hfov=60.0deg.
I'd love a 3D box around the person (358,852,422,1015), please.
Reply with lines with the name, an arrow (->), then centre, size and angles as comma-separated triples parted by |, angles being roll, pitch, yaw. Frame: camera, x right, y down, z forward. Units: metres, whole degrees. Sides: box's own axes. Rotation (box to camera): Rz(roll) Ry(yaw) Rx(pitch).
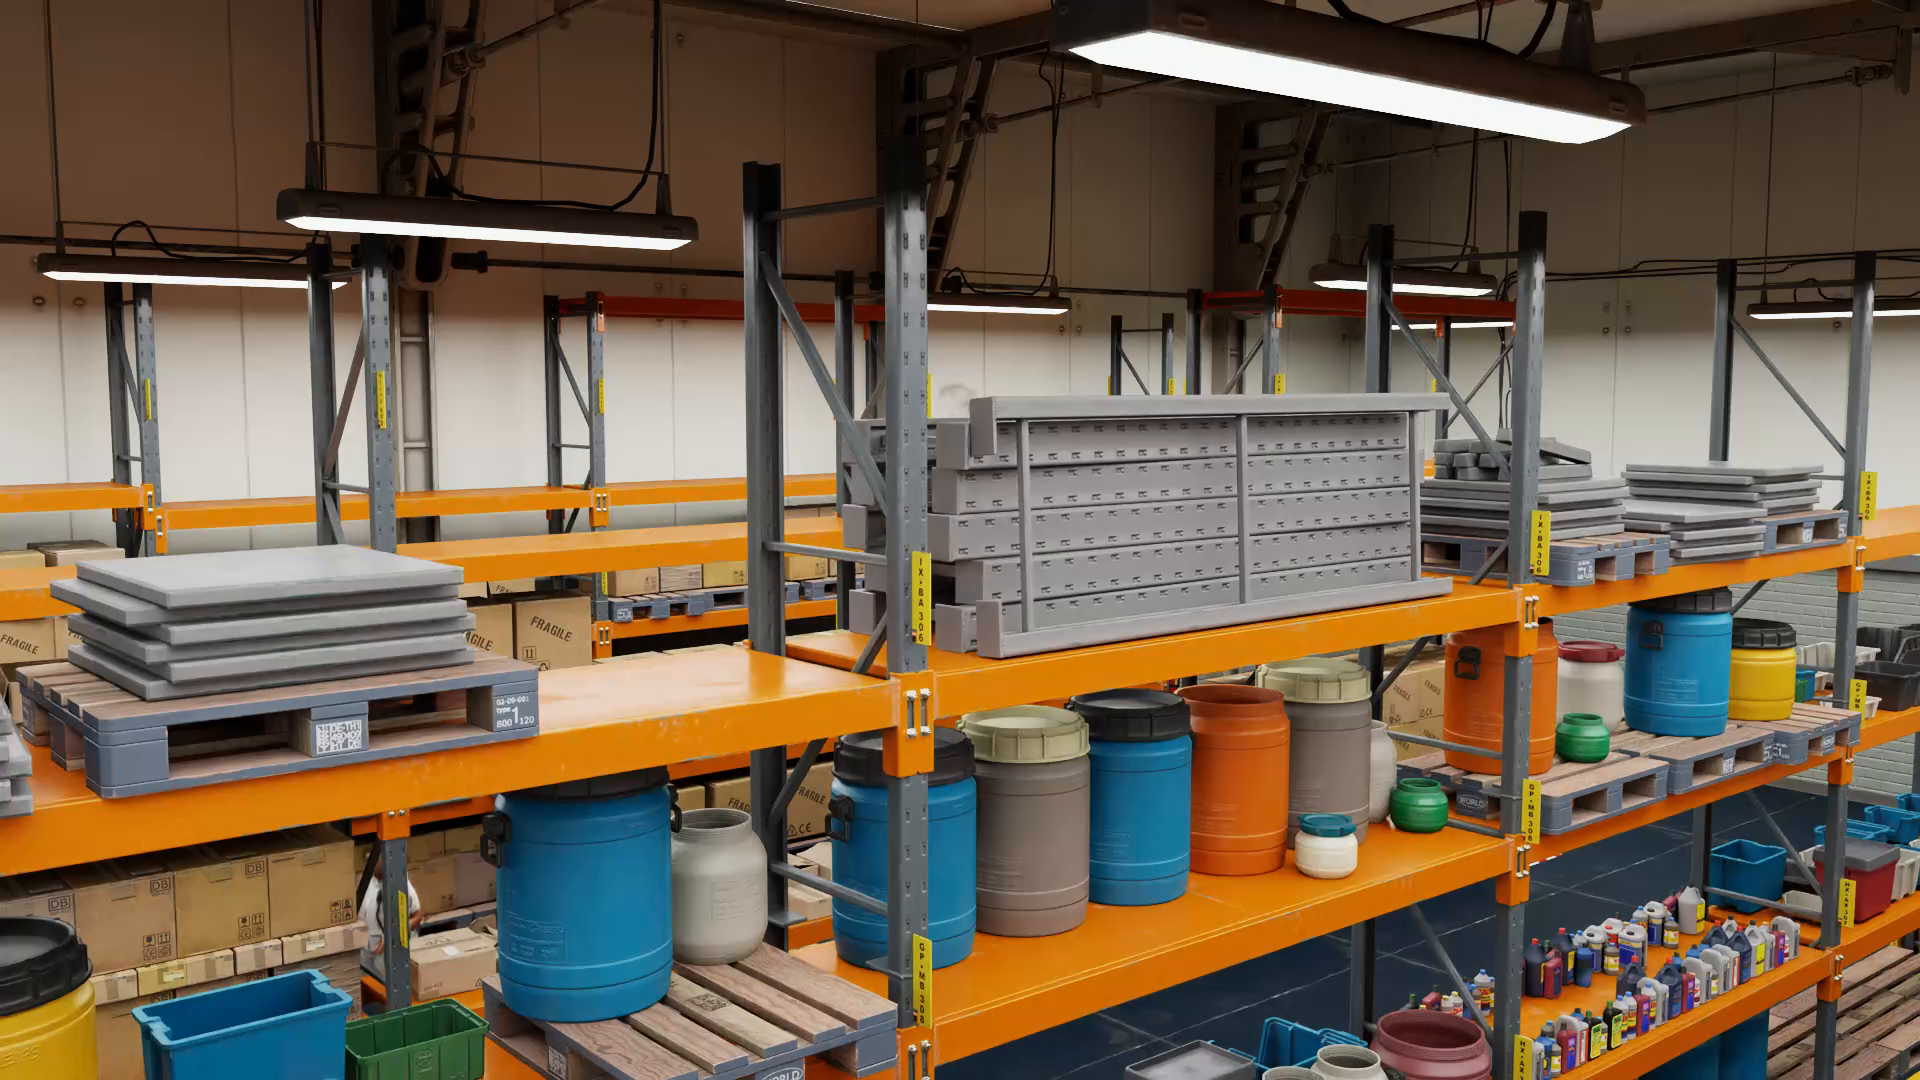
person -> -4.396, 3.126, 12.845 | 0.596, 1.622, 0.544 | 4, 7, 35
